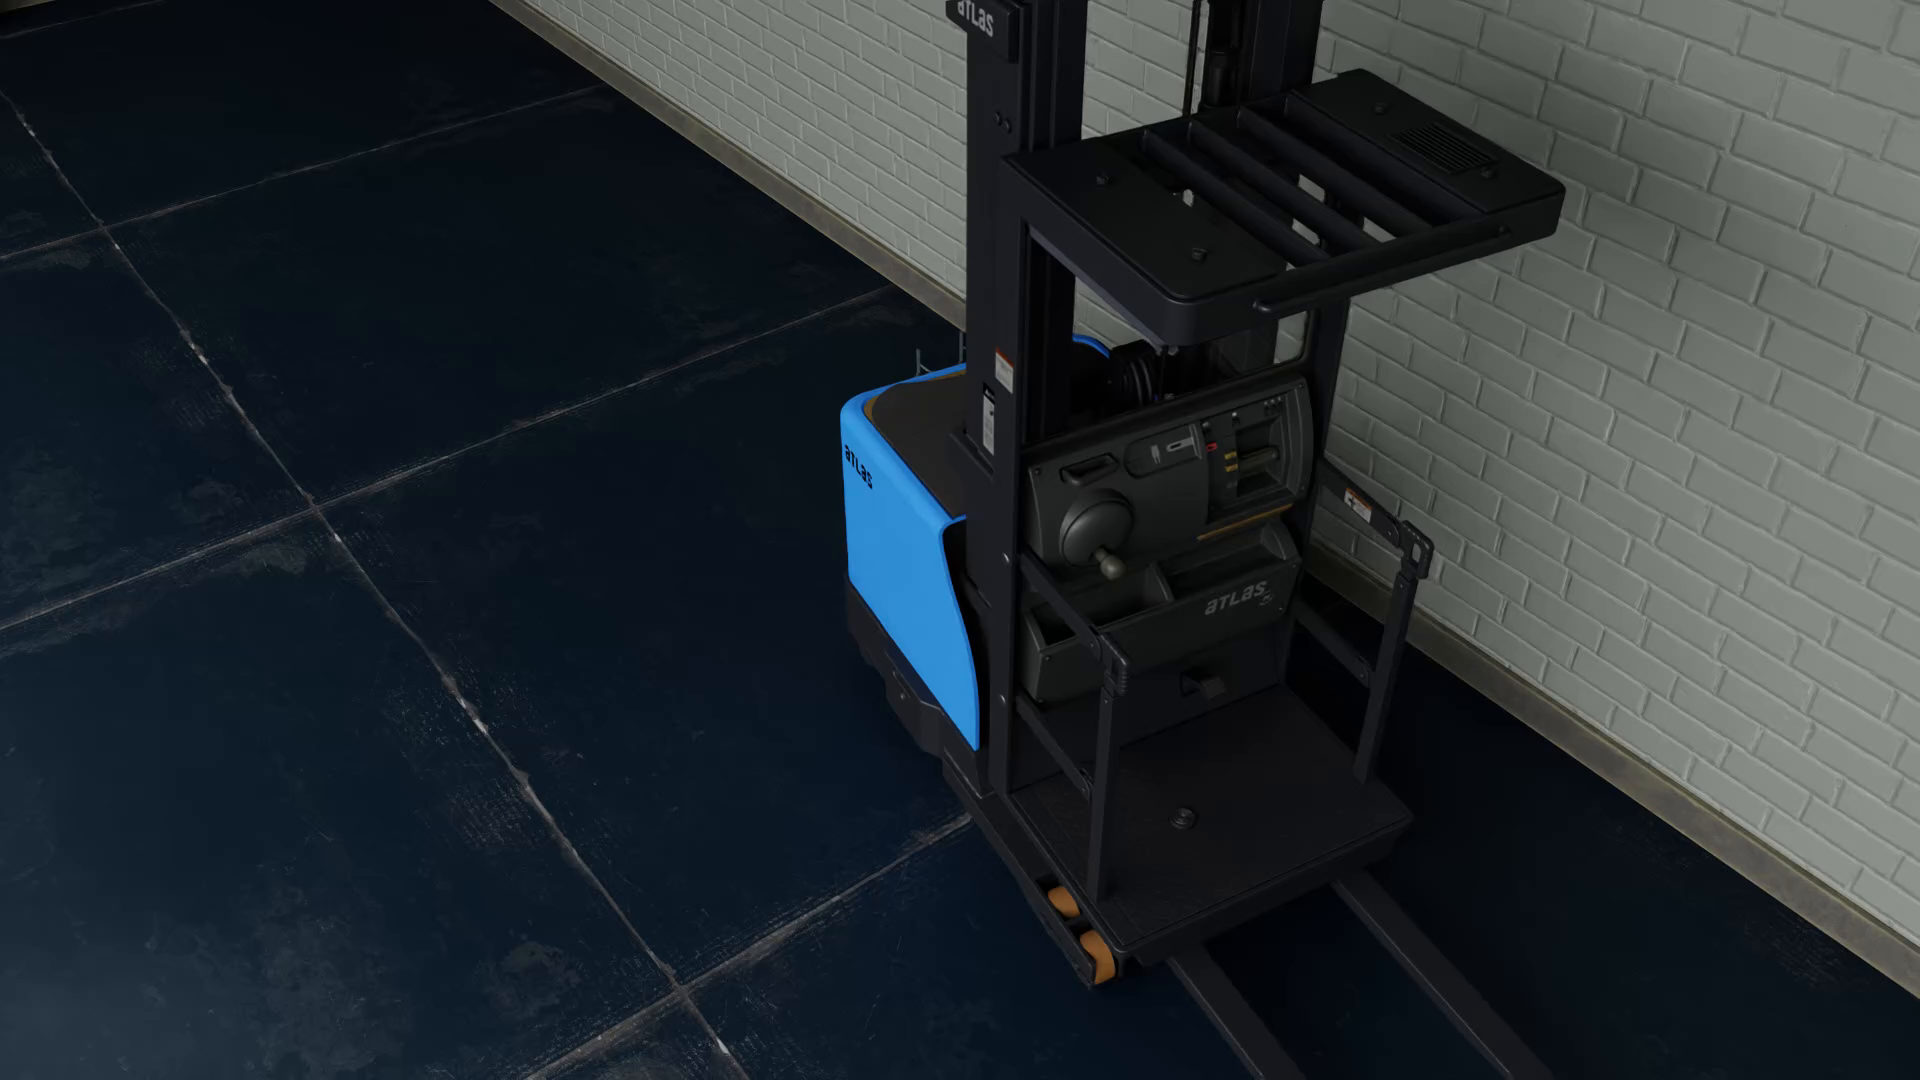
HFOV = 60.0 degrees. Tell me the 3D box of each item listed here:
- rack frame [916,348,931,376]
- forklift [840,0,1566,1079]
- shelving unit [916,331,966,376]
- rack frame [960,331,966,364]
[{"bbox_3d":[-0.087,-0.305,6.413,0.006,0.900,0.240,-26,46,-28],"label":"rack frame"},{"bbox_3d":[0.712,-0.103,4.564,1.130,2.935,3.031,-19,43,-21],"label":"forklift"},{"bbox_3d":[-0.006,-0.345,6.461,0.210,0.900,0.258,-26,46,-28],"label":"shelving unit"},{"bbox_3d":[0.074,-0.384,6.509,0.006,0.900,0.240,-26,46,-28],"label":"rack frame"}]
